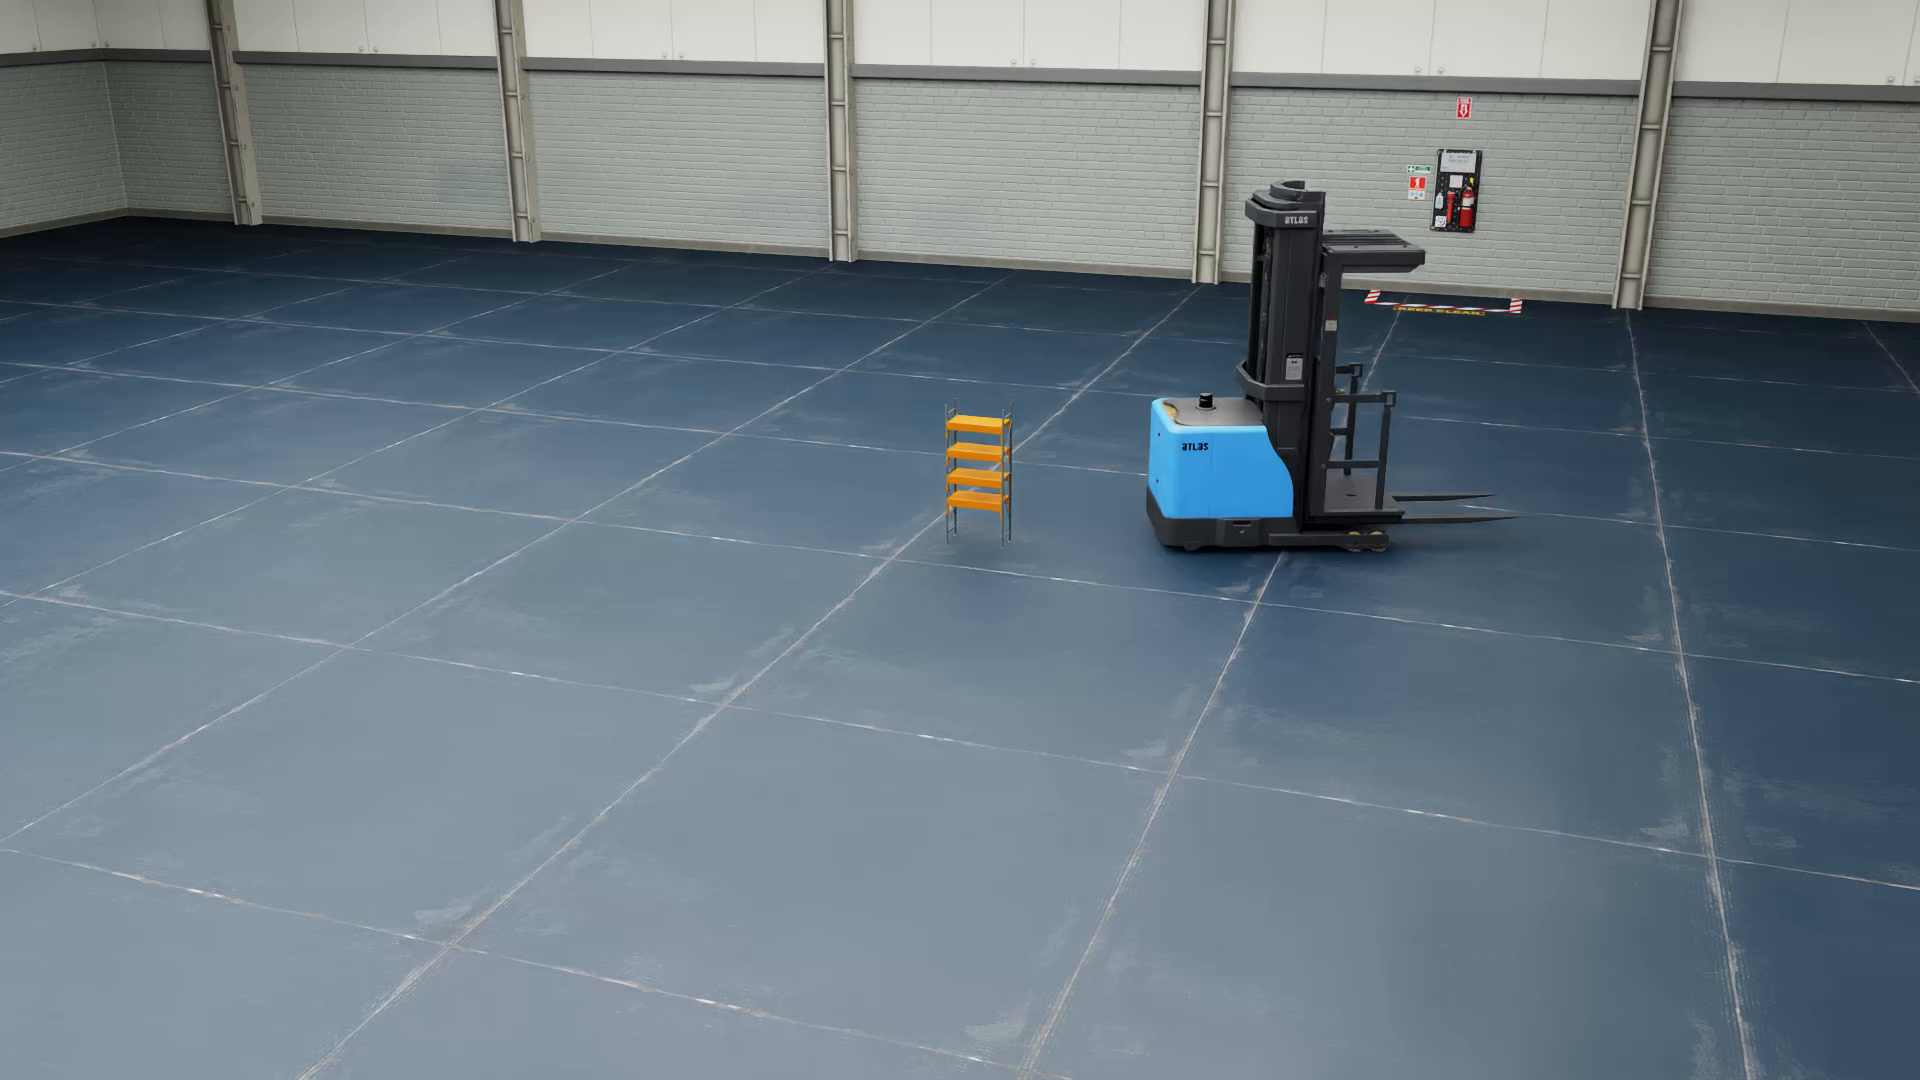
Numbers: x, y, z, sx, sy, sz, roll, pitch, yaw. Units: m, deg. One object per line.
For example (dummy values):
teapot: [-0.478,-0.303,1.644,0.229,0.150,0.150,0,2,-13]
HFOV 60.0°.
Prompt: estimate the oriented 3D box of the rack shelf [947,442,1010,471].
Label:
rack shelf: [0.156,-0.696,13.776,0.480,0.148,0.258,7,20,18]

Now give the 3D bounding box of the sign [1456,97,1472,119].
sign: [7.137,-6.117,23.547,0.199,0.298,0.001,7,20,18]

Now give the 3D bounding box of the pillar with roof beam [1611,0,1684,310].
pillar with roof beam: [8.021,-6.206,18.210,0.400,9.000,9.100,7,20,18]

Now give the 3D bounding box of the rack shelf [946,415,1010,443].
rack shelf: [0.156,-0.920,13.698,0.480,0.148,0.258,7,20,18]

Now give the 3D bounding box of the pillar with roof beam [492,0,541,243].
pillar with roof beam: [-8.982,-8.151,23.788,0.400,9.000,9.100,7,20,18]

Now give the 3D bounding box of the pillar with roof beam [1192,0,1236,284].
pillar with roof beam: [2.353,-6.855,20.069,0.400,9.000,9.100,7,20,18]

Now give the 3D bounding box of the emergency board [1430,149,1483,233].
emergency board: [7.112,-4.991,23.837,0.643,1.169,0.194,7,20,18]

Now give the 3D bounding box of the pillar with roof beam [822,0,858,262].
pillar with roof beam: [-3.314,-7.503,21.929,0.400,9.000,9.100,7,20,18]

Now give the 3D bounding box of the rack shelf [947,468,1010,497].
rack shelf: [0.156,-0.485,13.850,0.480,0.148,0.258,7,20,18]

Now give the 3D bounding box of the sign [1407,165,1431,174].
sign: [6.625,-5.347,23.998,0.331,0.109,0.001,7,20,18]

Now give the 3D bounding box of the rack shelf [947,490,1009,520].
rack shelf: [0.156,-0.298,13.915,0.480,0.148,0.258,7,20,18]

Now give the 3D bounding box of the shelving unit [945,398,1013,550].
shelving unit: [0.156,-0.549,13.827,0.503,1.200,0.258,7,20,18]

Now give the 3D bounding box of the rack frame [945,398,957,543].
rack frame: [-0.074,-0.575,13.903,0.015,1.200,0.240,7,20,18]

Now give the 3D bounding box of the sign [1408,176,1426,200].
sign: [6.624,-5.100,24.095,0.234,0.329,0.001,7,20,18]

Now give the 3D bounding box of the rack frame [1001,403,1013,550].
rack frame: [0.387,-0.522,13.752,0.015,1.200,0.240,7,20,18]

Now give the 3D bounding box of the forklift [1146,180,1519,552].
forklift: [3.164,-1.457,13.802,3.031,2.935,1.130,-1,19,-2]

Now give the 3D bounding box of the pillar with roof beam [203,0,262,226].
pillar with roof beam: [-14.650,-8.799,25.647,0.400,9.000,9.100,7,20,18]

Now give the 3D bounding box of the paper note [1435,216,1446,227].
paper note: [6.968,-4.616,24.099,0.142,0.148,0.016,7,20,18]
